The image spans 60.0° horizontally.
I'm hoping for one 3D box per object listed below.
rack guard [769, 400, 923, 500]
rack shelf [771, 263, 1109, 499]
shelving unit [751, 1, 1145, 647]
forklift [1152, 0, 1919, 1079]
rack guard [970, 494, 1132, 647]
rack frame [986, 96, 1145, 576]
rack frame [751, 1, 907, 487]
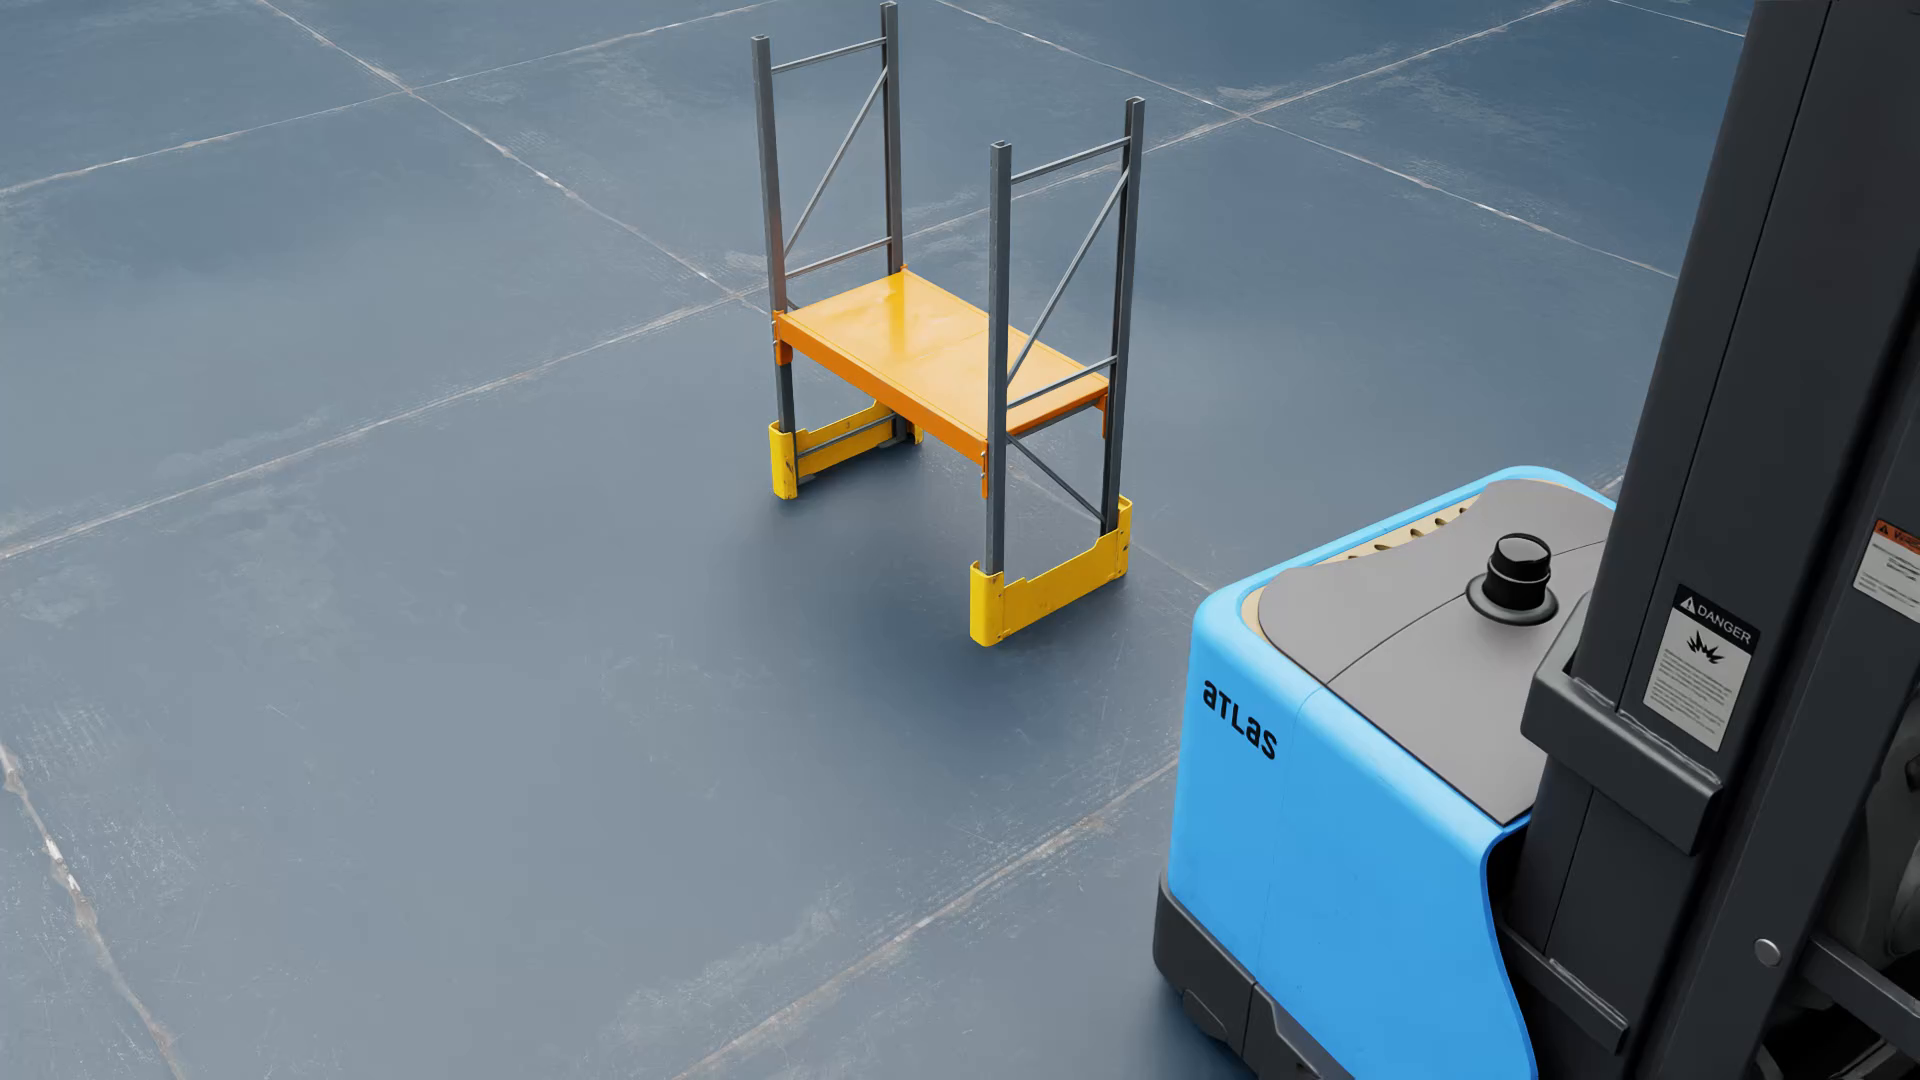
[{"bbox_3d":[-0.371,-0.356,5.536,0.587,0.250,0.087,-26,43,-32],"label":"rack guard"},{"bbox_3d":[-0.055,-0.503,4.974,0.538,0.185,1.000,-26,43,-32],"label":"rack shelf"},{"bbox_3d":[-0.049,-0.646,4.864,0.587,1.500,1.083,-26,43,-32],"label":"shelving unit"},{"bbox_3d":[1.659,0.361,2.204,1.130,2.935,3.031,-20,40,-26],"label":"forklift"},{"bbox_3d":[0.272,0.084,4.915,0.587,0.250,0.087,-26,43,-32],"label":"rack guard"},{"bbox_3d":[0.273,-0.425,4.553,0.500,1.500,0.032,-26,43,-32],"label":"rack frame"},{"bbox_3d":[-0.383,-0.874,5.187,0.500,1.500,0.032,-26,43,-32],"label":"rack frame"}]
